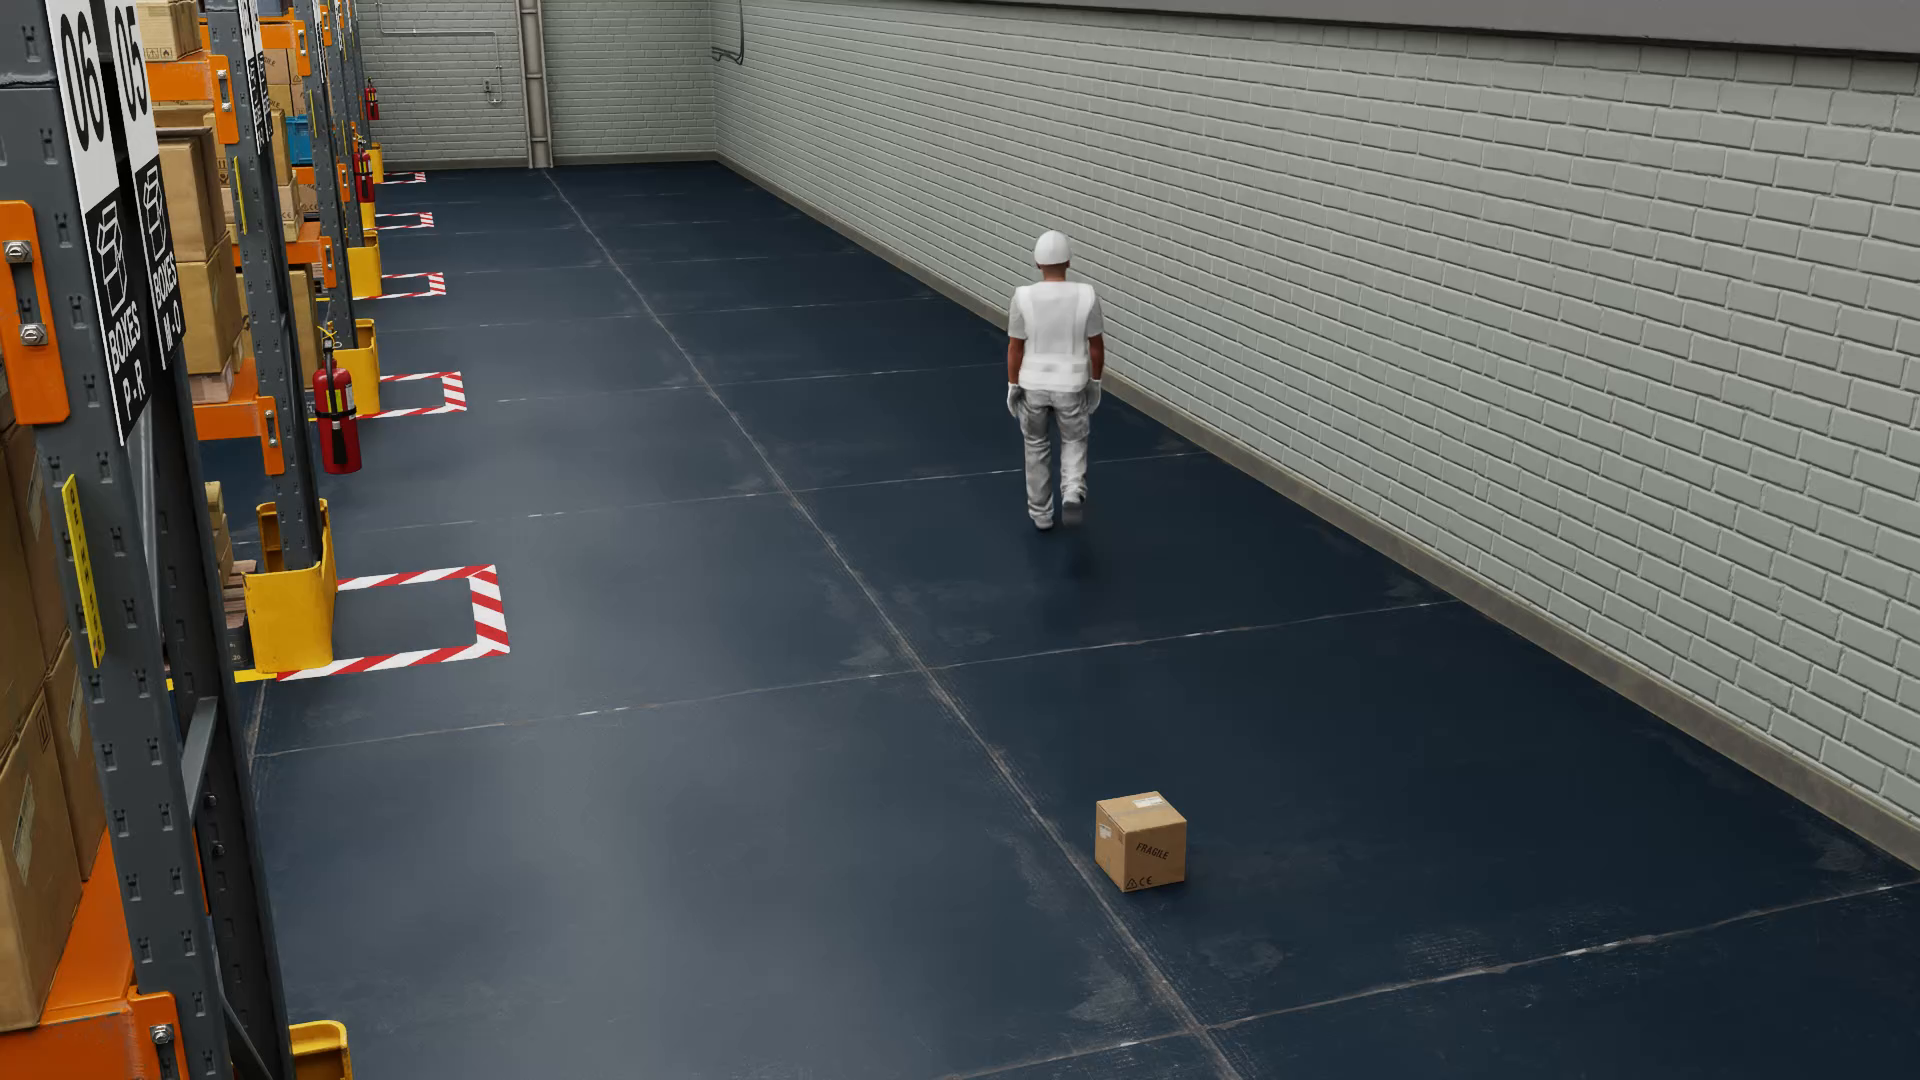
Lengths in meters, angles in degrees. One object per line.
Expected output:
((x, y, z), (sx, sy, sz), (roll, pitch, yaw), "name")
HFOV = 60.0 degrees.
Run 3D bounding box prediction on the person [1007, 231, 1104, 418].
((0.545, -1.220, 9.473), (0.548, 1.084, 0.347), (0, 19, 1), "person")
